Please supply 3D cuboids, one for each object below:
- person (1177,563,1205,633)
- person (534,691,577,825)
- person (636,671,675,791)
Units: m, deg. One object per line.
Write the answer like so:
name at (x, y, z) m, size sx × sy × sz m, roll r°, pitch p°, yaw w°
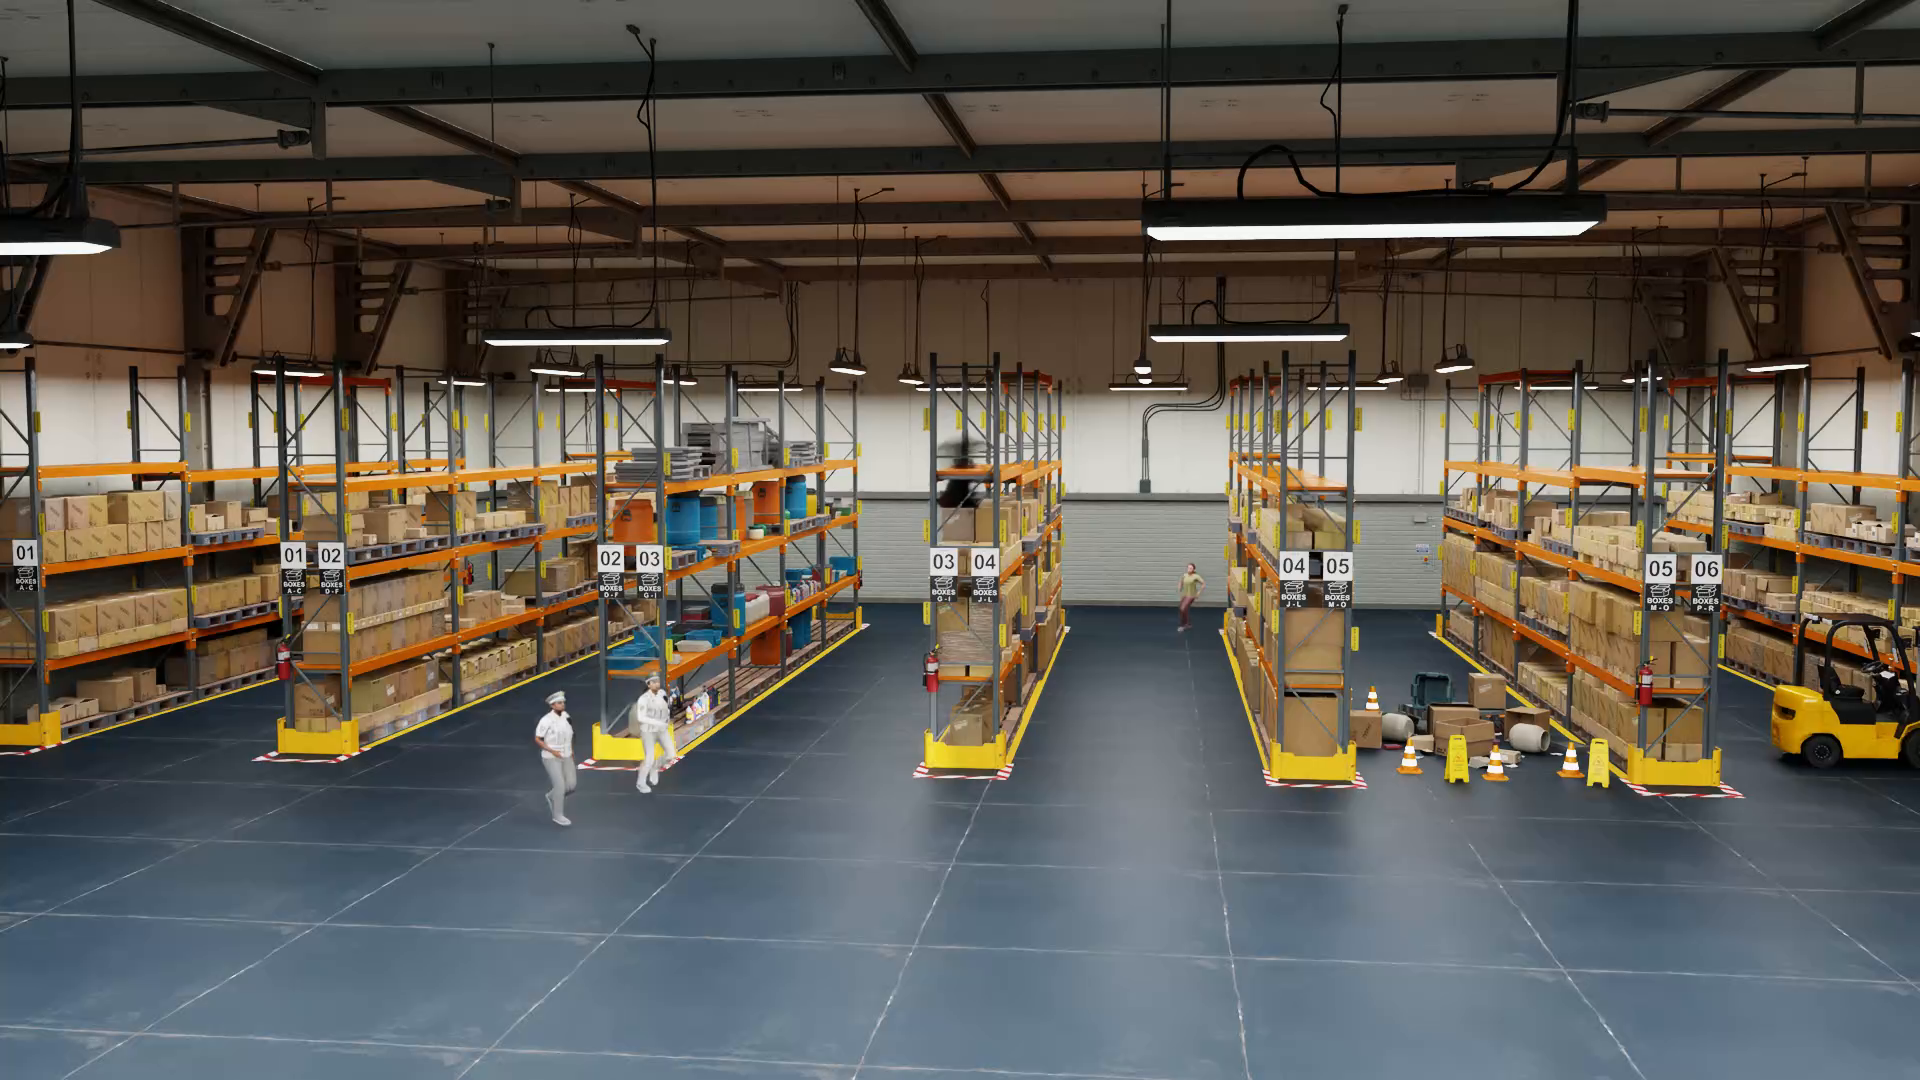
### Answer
person at (5.475, 1.380, 39.706) m, size 0.676 × 1.667 × 0.635 m, roll -4°, pitch 6°, yaw -44°
person at (-5.052, 2.710, 20.773) m, size 0.537 × 1.672 × 0.584 m, roll 3°, pitch 5°, yaw 36°
person at (-4.089, 2.582, 22.449) m, size 0.640 × 1.653 × 0.715 m, roll -4°, pitch 6°, yaw -45°
